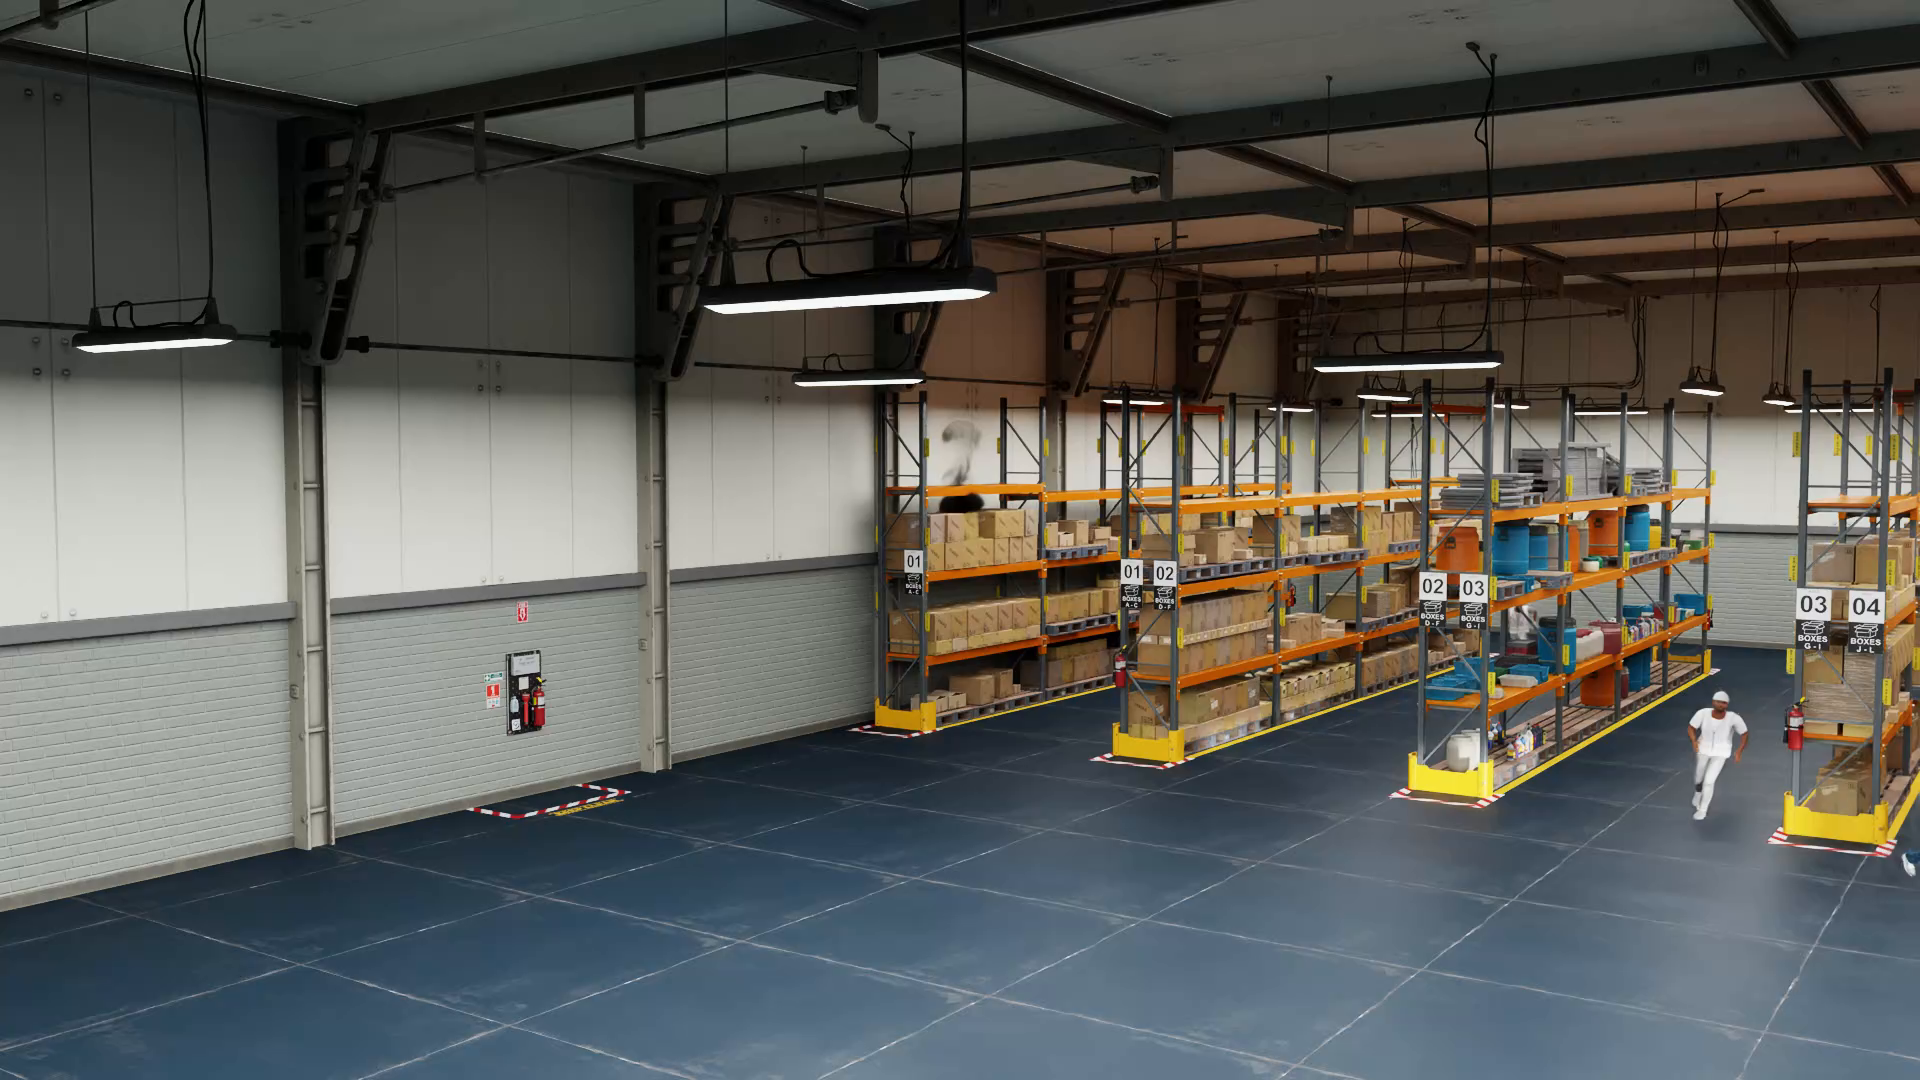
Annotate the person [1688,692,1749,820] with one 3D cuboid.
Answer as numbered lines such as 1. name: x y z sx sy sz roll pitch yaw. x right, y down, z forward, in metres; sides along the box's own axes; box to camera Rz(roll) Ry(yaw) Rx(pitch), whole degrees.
1. person: 10.268 2.901 22.548 0.759 1.741 0.758 2 4 32

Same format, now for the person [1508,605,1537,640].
1. person: 12.390 2.076 36.855 0.664 1.725 0.910 2 4 31

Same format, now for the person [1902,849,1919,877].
1. person: 10.884 3.233 18.484 0.539 1.546 0.819 -2 4 -26
